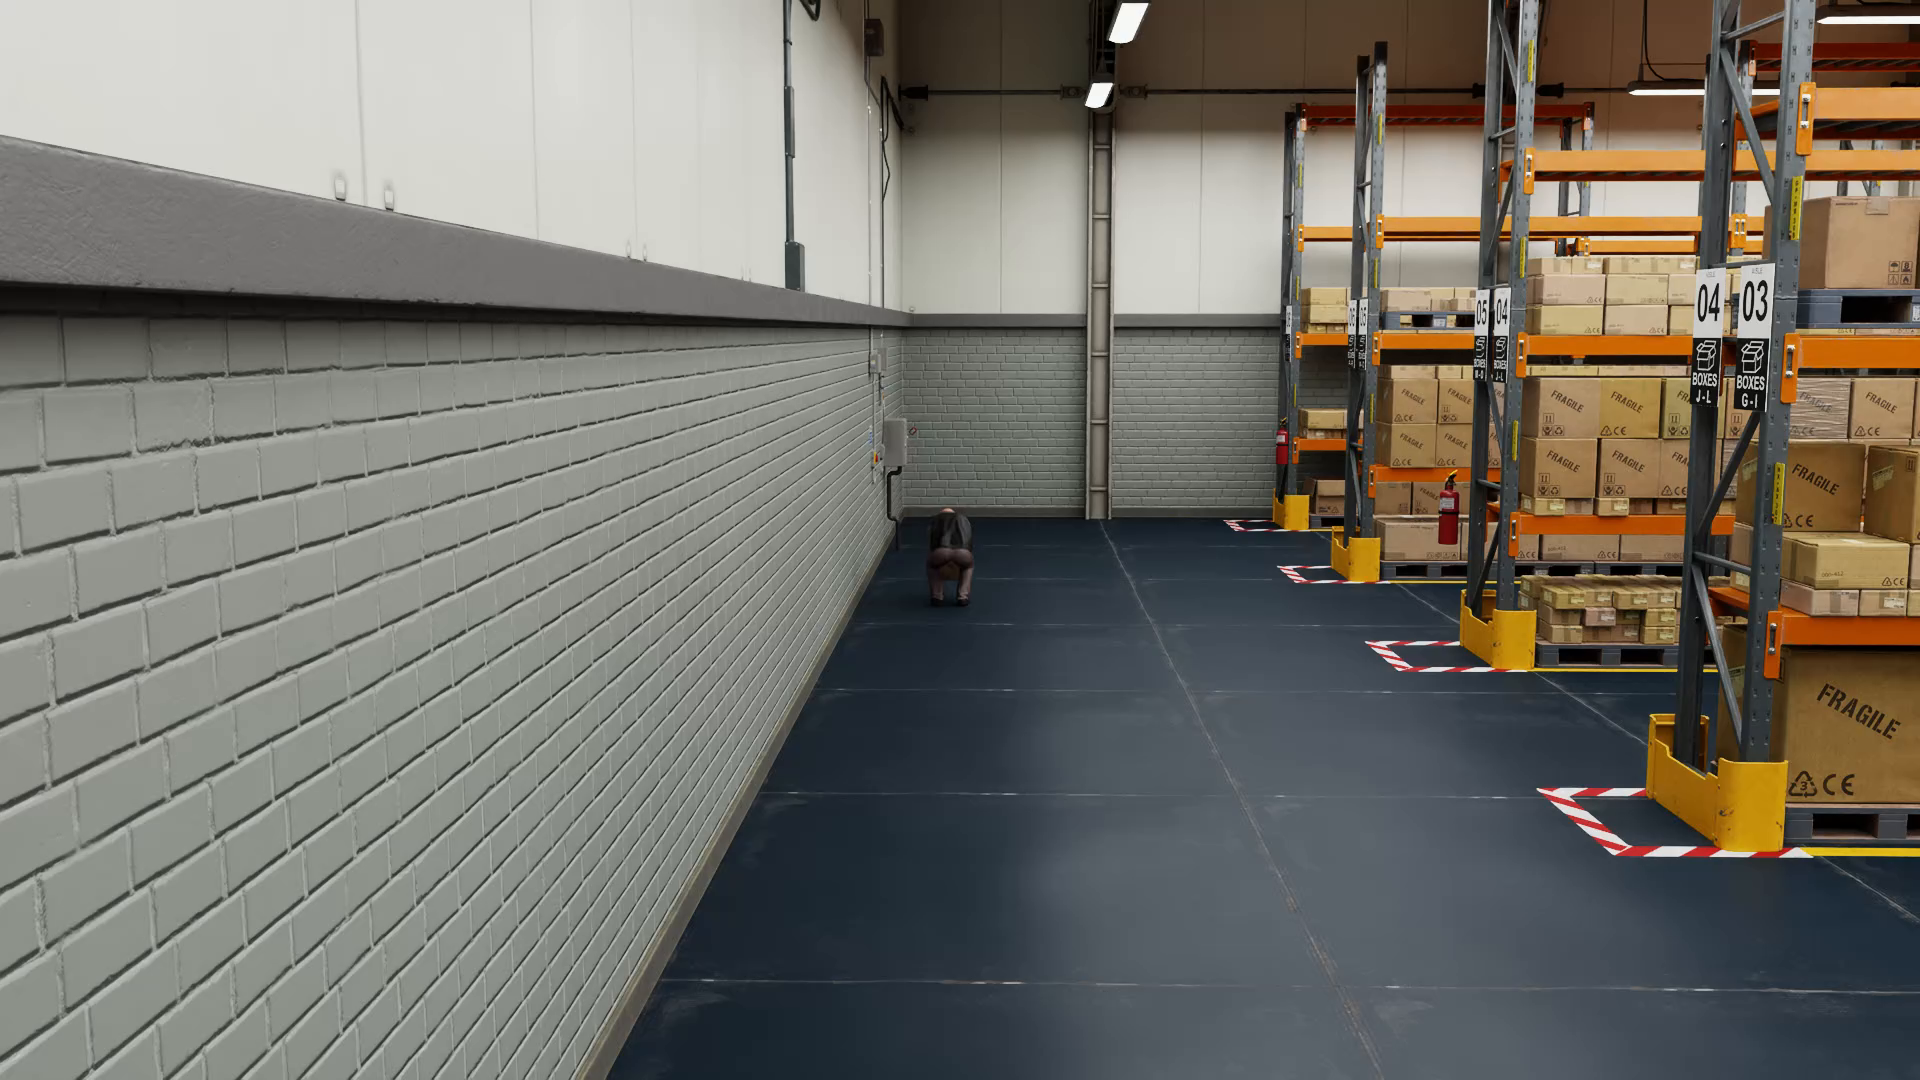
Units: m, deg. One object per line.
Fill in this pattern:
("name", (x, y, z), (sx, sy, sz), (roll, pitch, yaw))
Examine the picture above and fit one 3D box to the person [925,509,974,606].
("person", (-0.107, 0.188, 17.493), (0.516, 0.950, 0.915), (0, 7, -1))
